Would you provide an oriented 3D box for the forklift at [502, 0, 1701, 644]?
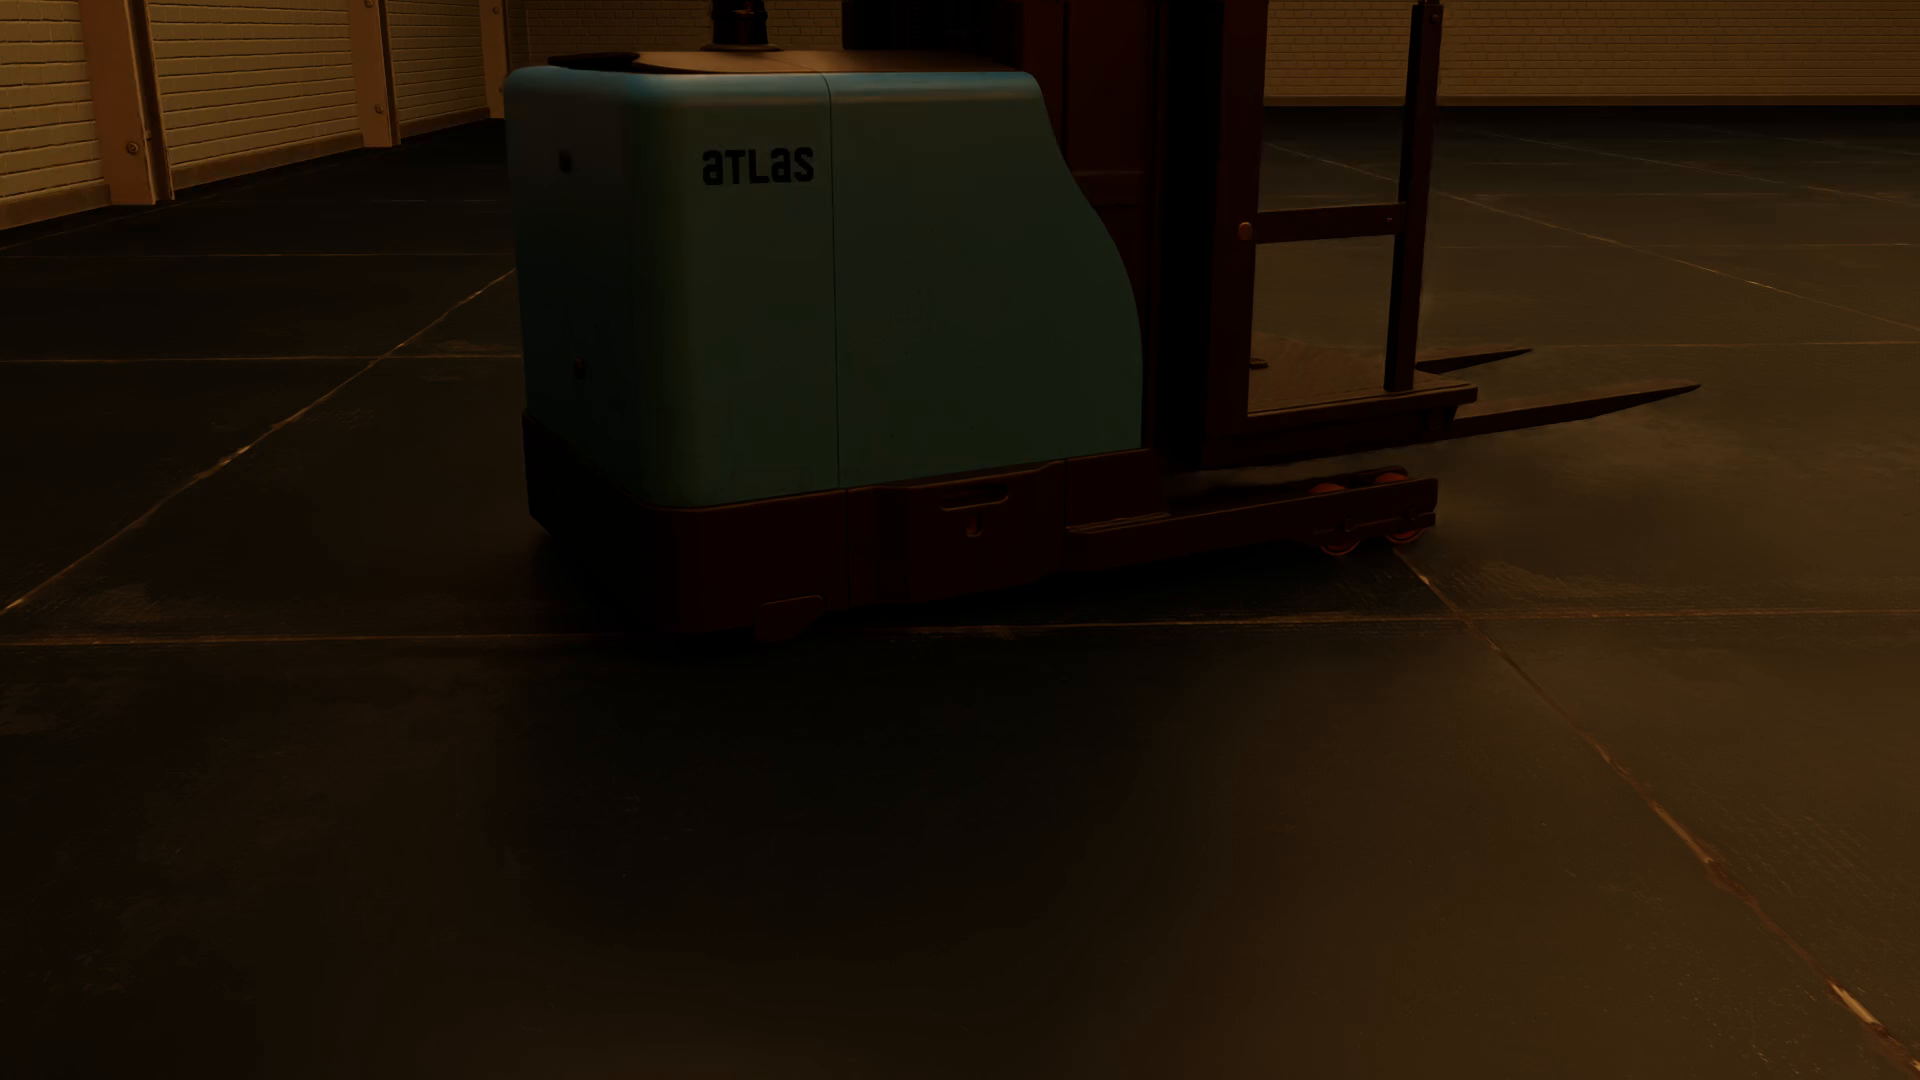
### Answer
[{"bbox_3d":[0.537,-1.491,3.781,3.031,2.935,1.130,-9,19,-27],"label":"forklift"}]
